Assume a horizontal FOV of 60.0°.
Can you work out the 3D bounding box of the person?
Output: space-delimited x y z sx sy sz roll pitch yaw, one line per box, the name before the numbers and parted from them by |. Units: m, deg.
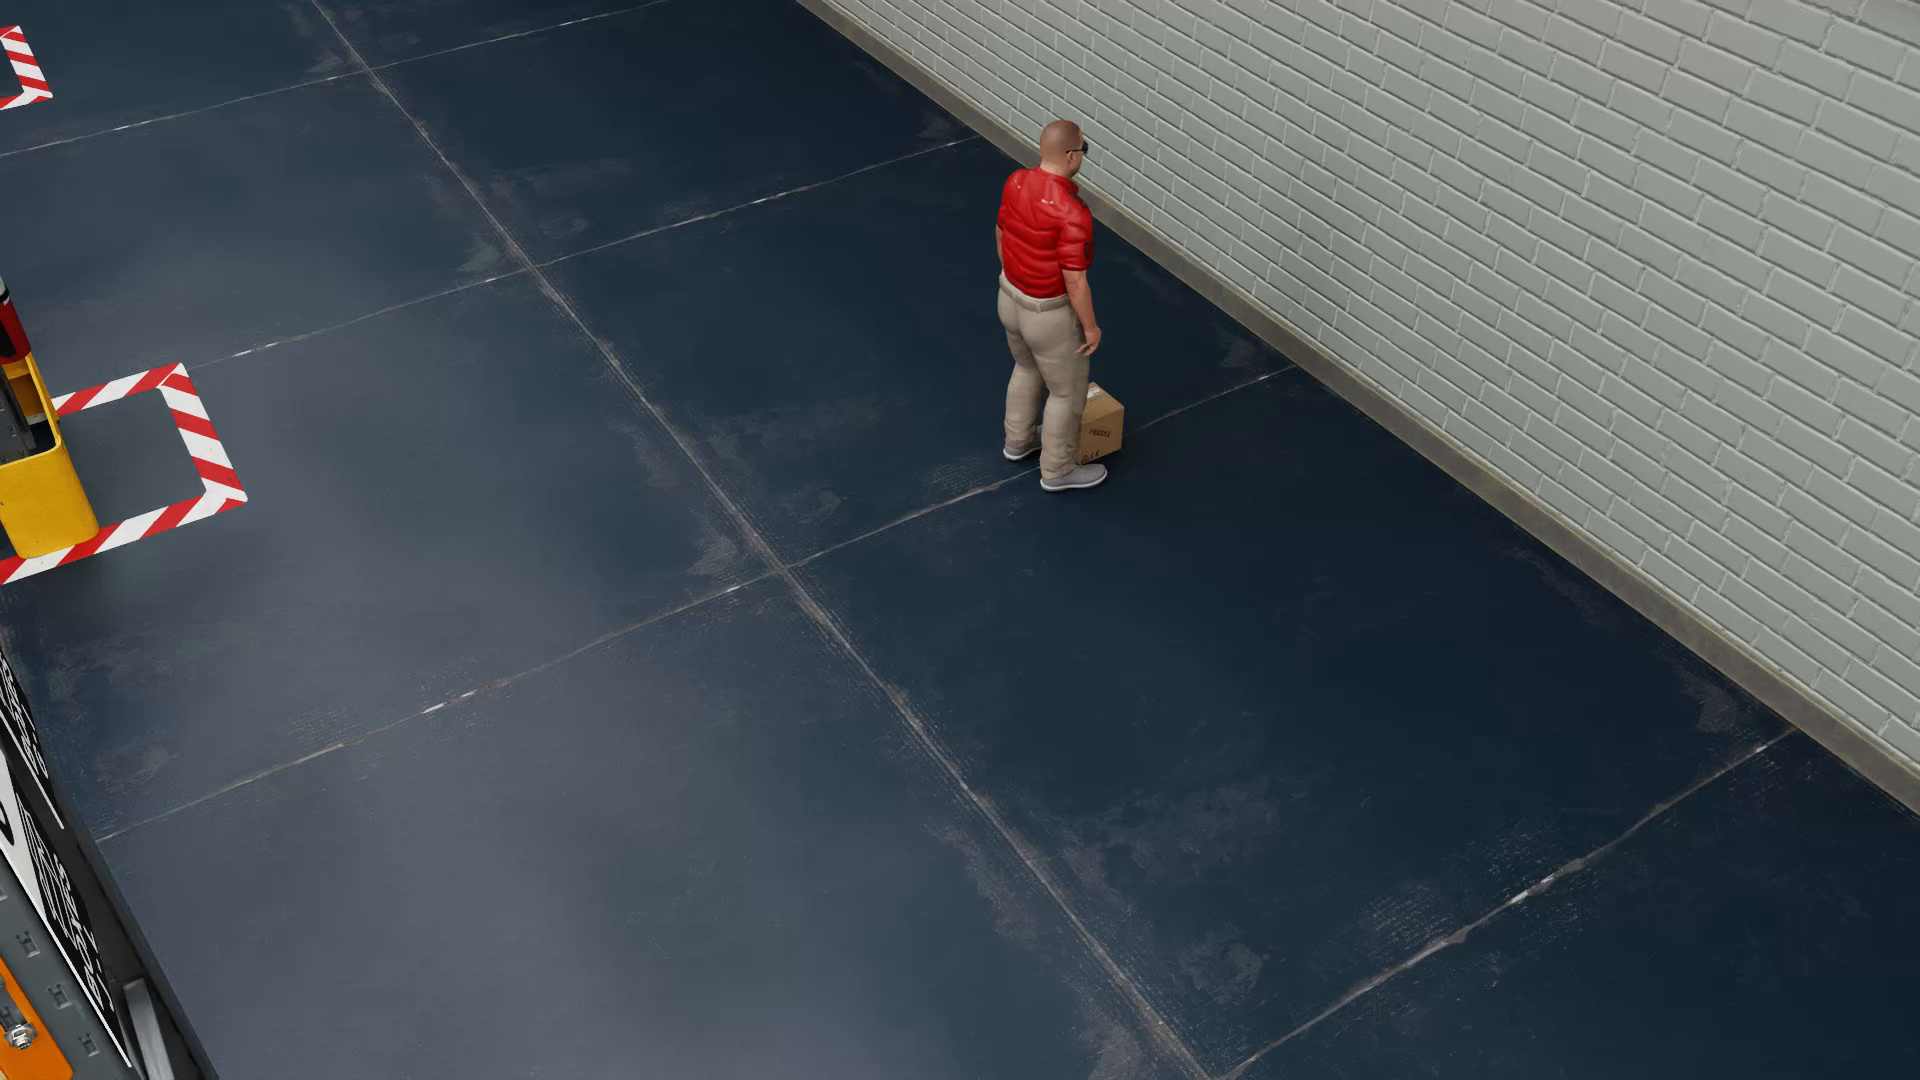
person | 0.391 -1.032 7.375 0.385 1.728 0.605 -25 46 -26
